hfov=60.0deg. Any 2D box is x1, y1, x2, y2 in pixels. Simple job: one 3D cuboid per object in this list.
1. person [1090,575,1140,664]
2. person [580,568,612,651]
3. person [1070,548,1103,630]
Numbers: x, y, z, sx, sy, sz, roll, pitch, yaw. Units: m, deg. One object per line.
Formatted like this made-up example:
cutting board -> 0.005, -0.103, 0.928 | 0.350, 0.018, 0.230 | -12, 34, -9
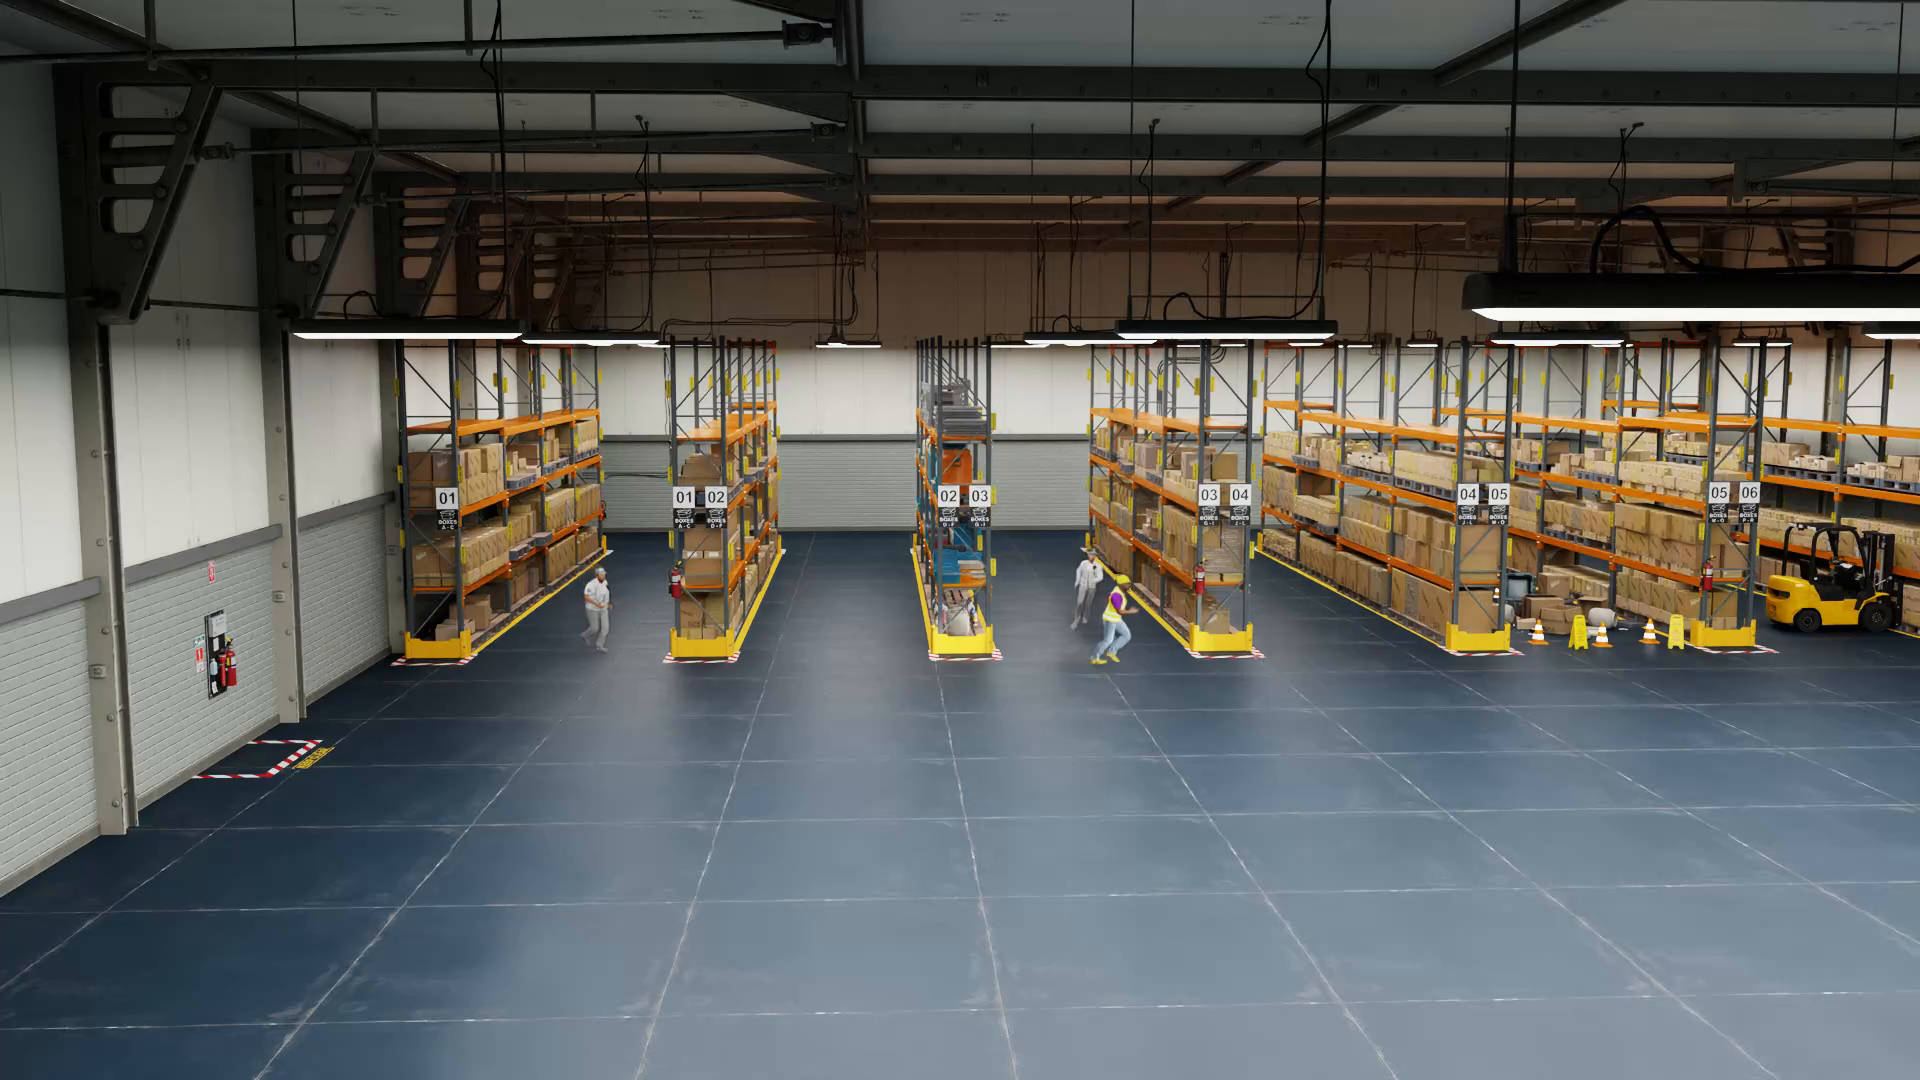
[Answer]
person -> 2.835, 1.449, 30.263 | 0.934, 1.657, 0.708 | 2, 7, 20
person -> -6.991, 1.321, 31.887 | 0.715, 1.616, 0.604 | 6, 9, 42
person -> 2.634, 0.987, 34.364 | 0.661, 1.666, 0.789 | 1, 7, 8
